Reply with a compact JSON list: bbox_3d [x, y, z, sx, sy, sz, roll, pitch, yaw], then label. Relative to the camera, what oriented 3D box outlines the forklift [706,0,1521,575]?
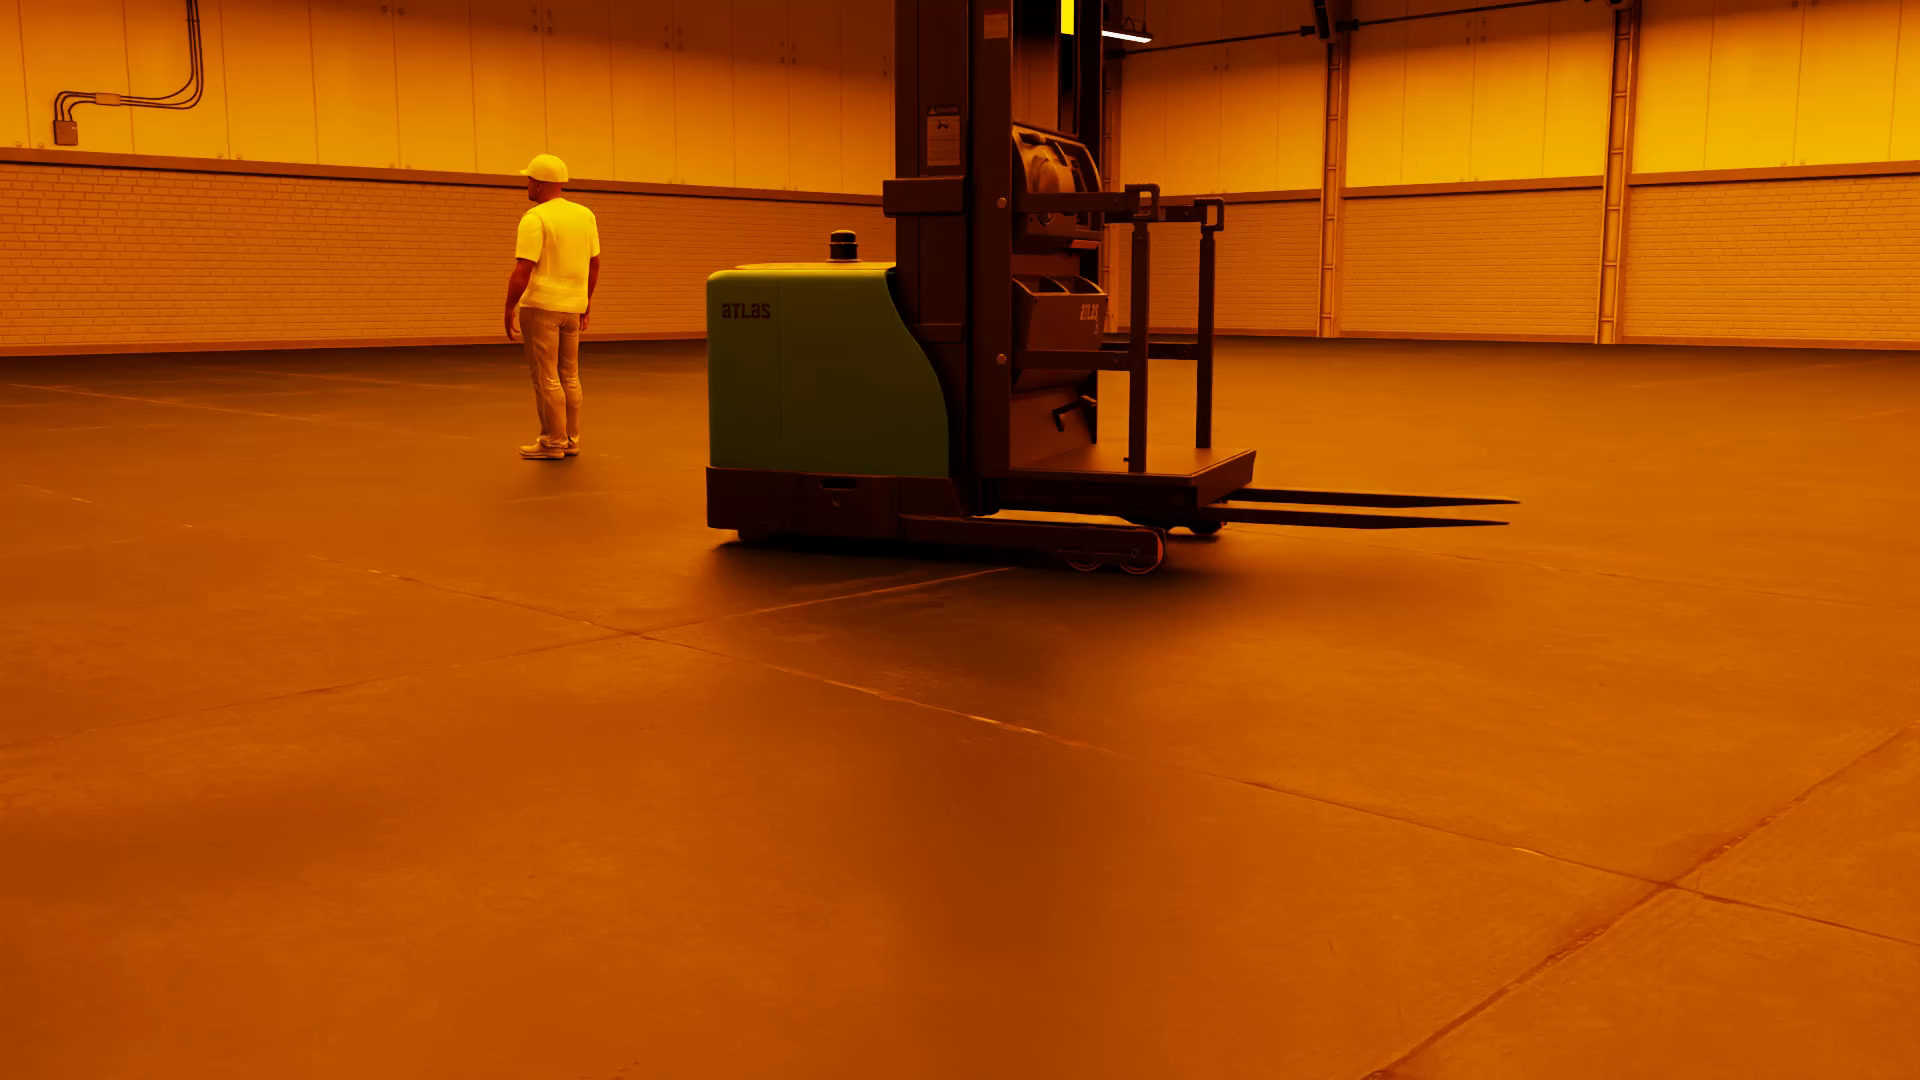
[{"bbox_3d":[0.565,-1.416,6.275,3.031,2.935,1.130,3,9,22],"label":"forklift"}]

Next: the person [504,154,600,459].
[{"bbox_3d":[-2.466,-1.367,9.835,0.577,1.760,0.665,5,10,32],"label":"person"}]
